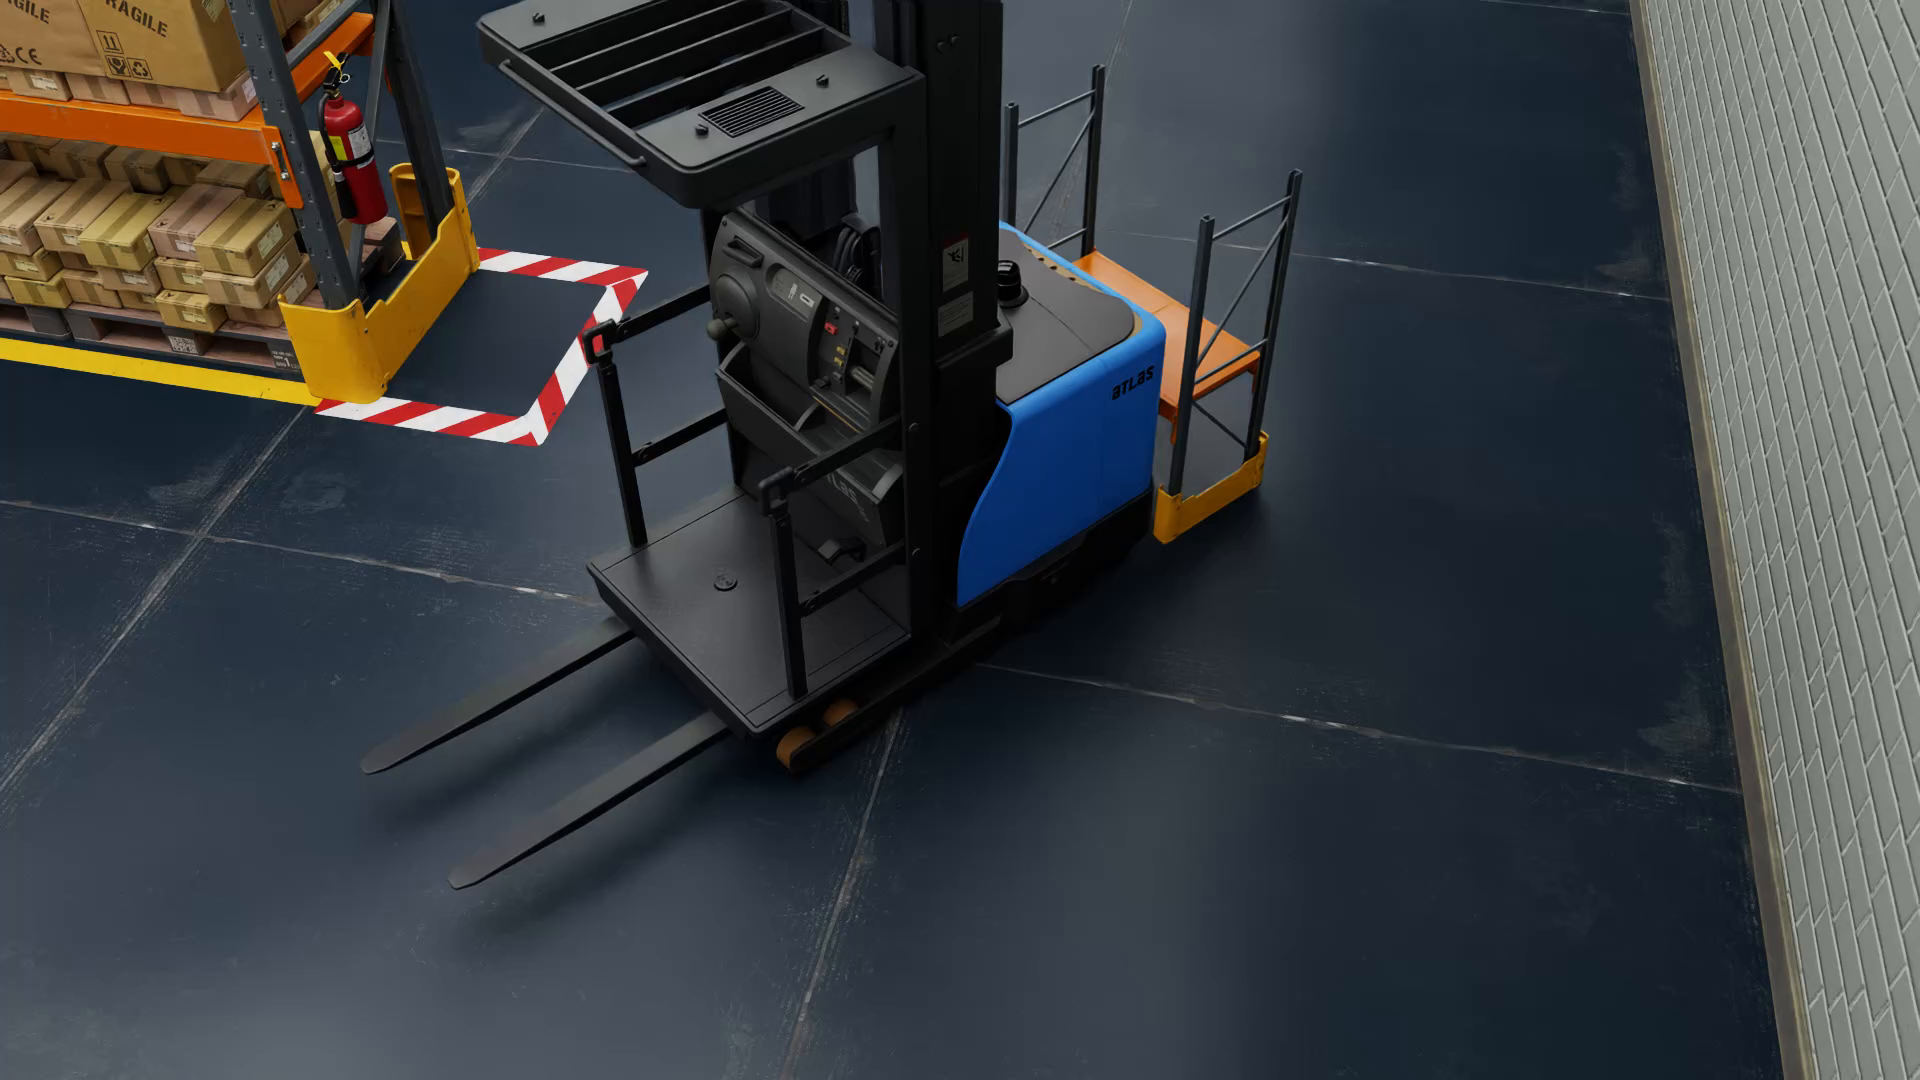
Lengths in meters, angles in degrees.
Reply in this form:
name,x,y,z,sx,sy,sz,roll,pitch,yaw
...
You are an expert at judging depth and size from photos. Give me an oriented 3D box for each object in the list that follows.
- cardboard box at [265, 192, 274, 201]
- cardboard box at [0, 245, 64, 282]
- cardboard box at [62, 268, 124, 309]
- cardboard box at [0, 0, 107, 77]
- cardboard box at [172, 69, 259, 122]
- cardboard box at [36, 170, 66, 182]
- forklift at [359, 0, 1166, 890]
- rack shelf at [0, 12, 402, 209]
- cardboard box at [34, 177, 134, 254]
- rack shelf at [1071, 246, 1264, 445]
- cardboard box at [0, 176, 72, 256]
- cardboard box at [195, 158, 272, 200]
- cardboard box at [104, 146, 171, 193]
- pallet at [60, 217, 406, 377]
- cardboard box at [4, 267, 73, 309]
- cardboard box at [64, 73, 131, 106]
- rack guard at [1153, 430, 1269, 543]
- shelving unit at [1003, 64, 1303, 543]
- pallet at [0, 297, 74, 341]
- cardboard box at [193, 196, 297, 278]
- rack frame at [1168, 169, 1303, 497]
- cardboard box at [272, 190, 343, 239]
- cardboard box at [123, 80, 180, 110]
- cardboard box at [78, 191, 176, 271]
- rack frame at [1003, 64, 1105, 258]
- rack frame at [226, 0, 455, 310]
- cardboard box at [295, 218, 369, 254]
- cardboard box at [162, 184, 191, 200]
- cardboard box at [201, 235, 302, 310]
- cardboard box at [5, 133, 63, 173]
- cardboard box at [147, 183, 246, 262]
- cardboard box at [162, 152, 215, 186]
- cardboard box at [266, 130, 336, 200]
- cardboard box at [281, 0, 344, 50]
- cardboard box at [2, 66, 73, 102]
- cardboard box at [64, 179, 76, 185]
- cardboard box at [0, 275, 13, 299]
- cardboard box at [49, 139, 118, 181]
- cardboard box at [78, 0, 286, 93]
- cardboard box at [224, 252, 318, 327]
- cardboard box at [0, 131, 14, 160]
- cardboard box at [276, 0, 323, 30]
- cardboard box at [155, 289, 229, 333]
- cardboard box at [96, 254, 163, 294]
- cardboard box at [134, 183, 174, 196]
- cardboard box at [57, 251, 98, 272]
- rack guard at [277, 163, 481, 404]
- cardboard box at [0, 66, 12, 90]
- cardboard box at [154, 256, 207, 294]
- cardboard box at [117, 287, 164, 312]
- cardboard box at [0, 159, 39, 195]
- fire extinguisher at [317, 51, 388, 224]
name,x,y,z,sx,sy,sz,roll,pitch,yaw
cardboard box,-3.270,-1.648,7.838,0.250,0.149,0.380,9,45,9
cardboard box,-4.153,-1.350,7.528,0.250,0.149,0.380,9,45,10
cardboard box,-3.875,-1.244,7.633,0.250,0.149,0.380,9,45,9
cardboard box,-3.556,-2.203,6.589,0.500,0.500,0.500,8,45,8
cardboard box,-2.940,-1.852,6.692,0.250,0.149,0.380,9,45,9
cardboard box,-4.309,-1.727,7.920,0.250,0.149,0.380,11,45,11
forklift,-0.678,-0.648,5.310,3.031,2.935,1.130,-31,52,-28
rack shelf,-4.512,-2.128,7.317,4.000,0.370,1.077,9,45,9
cardboard box,-3.884,-1.444,7.411,0.250,0.149,0.380,7,44,7
rack shelf,0.699,-0.813,6.772,0.538,0.185,1.000,-31,52,-28
cardboard box,-4.158,-1.447,7.414,0.250,0.149,0.380,10,45,11
cardboard box,-3.293,-1.692,7.669,0.250,0.149,0.380,10,45,10
cardboard box,-3.771,-1.799,7.780,0.250,0.149,0.380,7,44,7
pallet,-3.419,-1.238,7.884,1.213,0.211,1.003,9,45,9
cardboard box,-4.138,-1.241,7.629,0.250,0.149,0.380,7,44,7
cardboard box,-3.423,-1.943,6.787,0.250,0.149,0.380,8,45,9
rack guard,1.027,-0.225,6.803,0.587,0.250,0.087,-31,52,-28
shelving unit,0.705,-0.938,6.643,0.587,1.500,1.083,-31,52,-28
pallet,-4.606,-1.424,8.078,1.213,0.211,1.003,9,45,9
cardboard box,-3.132,-1.332,7.294,0.250,0.149,0.380,9,45,10
rack frame,1.029,-0.675,6.369,0.500,1.500,0.032,-31,52,-28
cardboard box,-3.015,-1.569,7.755,0.250,0.149,0.380,11,45,11
cardboard box,-3.175,-1.915,6.758,0.250,0.149,0.380,9,45,9
cardboard box,-3.645,-1.362,7.326,0.250,0.149,0.380,8,44,8
rack frame,0.370,-1.211,6.927,0.500,1.500,0.032,-31,52,-28
rack frame,-2.560,-2.084,6.753,0.127,3.000,1.000,9,45,9
cardboard box,-3.002,-1.505,7.903,0.250,0.149,0.380,10,45,10
cardboard box,-3.528,-1.626,7.814,0.250,0.149,0.380,9,45,10
cardboard box,-3.138,-1.202,7.375,0.250,0.149,0.380,8,44,8
cardboard box,-4.286,-1.918,7.904,0.250,0.149,0.380,9,45,10
cardboard box,-3.365,-1.408,7.374,0.250,0.149,0.380,10,45,10
cardboard box,-3.510,-1.817,7.799,0.250,0.149,0.380,9,45,9
cardboard box,-2.997,-1.732,7.711,0.250,0.149,0.380,7,44,7
cardboard box,-2.805,-2.265,7.121,0.250,0.149,0.380,8,45,9
cardboard box,-3.677,-1.966,6.810,0.250,0.149,0.380,10,45,10
cardboard box,-4.035,-1.714,7.906,0.250,0.149,0.380,7,44,7
cardboard box,-4.400,-1.296,7.686,0.250,0.149,0.380,10,45,10
cardboard box,-4.039,-1.847,7.830,0.250,0.149,0.380,10,45,11
cardboard box,-3.055,-2.121,6.504,0.500,0.500,0.500,10,45,10
cardboard box,-3.119,-1.147,7.532,0.250,0.149,0.380,10,45,10
cardboard box,-4.552,-1.891,7.876,0.250,0.149,0.380,9,45,9
cardboard box,-2.938,-2.483,6.880,0.500,0.500,0.500,11,45,11
cardboard box,-3.392,-1.118,7.501,0.250,0.149,0.380,10,45,10
cardboard box,-3.645,-1.280,7.455,0.250,0.149,0.380,7,44,7
cardboard box,-3.755,-1.738,7.931,0.250,0.149,0.380,10,45,10
cardboard box,-3.885,-1.390,7.570,0.250,0.149,0.380,8,45,9
rack guard,-2.634,-1.195,7.631,0.348,0.500,1.175,9,45,9
cardboard box,-3.927,-2.025,6.872,0.250,0.149,0.380,7,44,7
cardboard box,-3.381,-1.279,7.454,0.250,0.149,0.380,8,44,8
cardboard box,-3.631,-1.216,7.603,0.250,0.149,0.380,9,45,9
cardboard box,-4.391,-1.562,7.534,0.250,0.149,0.380,7,44,8
fire extinguisher,-2.415,-1.572,6.545,0.183,0.674,0.296,9,45,9
